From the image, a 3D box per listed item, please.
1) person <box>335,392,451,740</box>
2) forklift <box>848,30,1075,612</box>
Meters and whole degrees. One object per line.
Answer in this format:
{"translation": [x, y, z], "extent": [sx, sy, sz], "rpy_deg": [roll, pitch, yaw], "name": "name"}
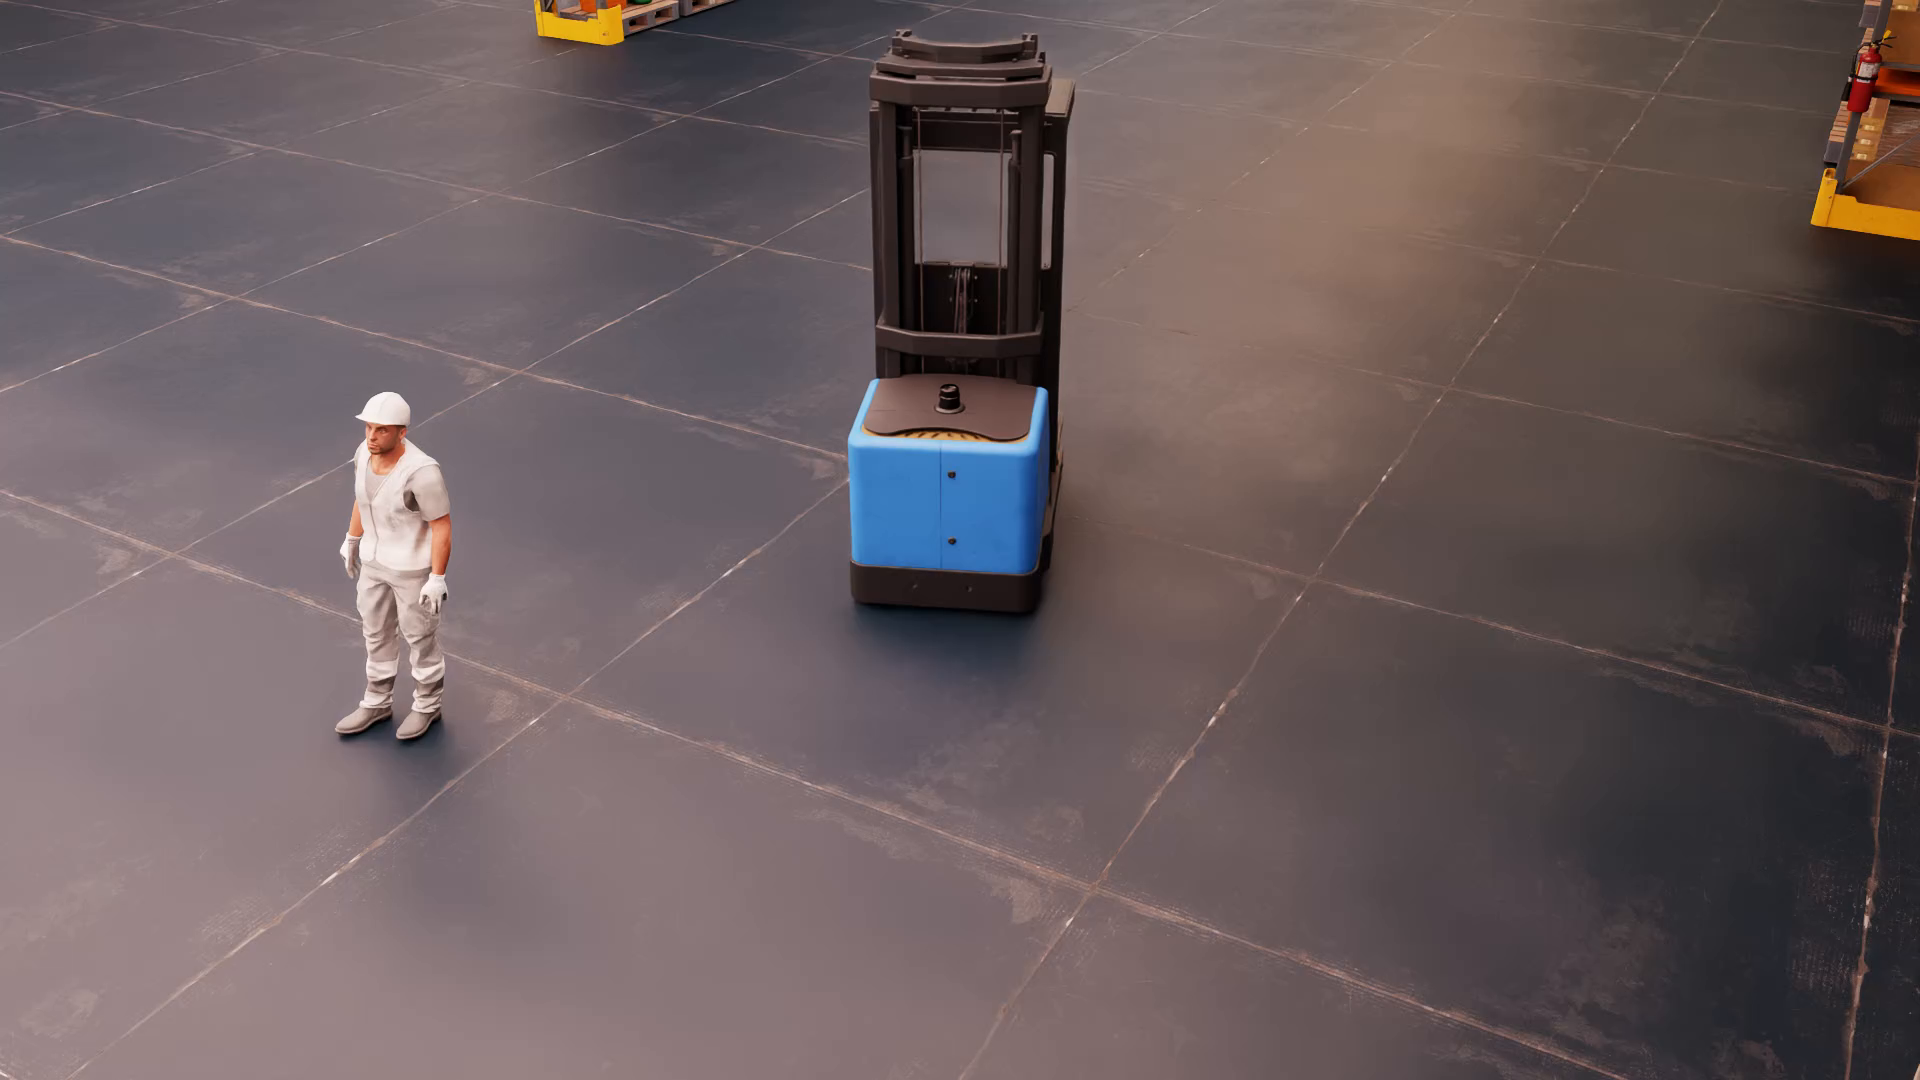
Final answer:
{"translation": [-2.736, 0.151, 7.937], "extent": [0.637, 1.787, 0.564], "rpy_deg": [16, 34, 26], "name": "person"}
{"translation": [0.075, -1.584, 9.815], "extent": [1.130, 2.935, 3.031], "rpy_deg": [3, 30, 6], "name": "forklift"}
